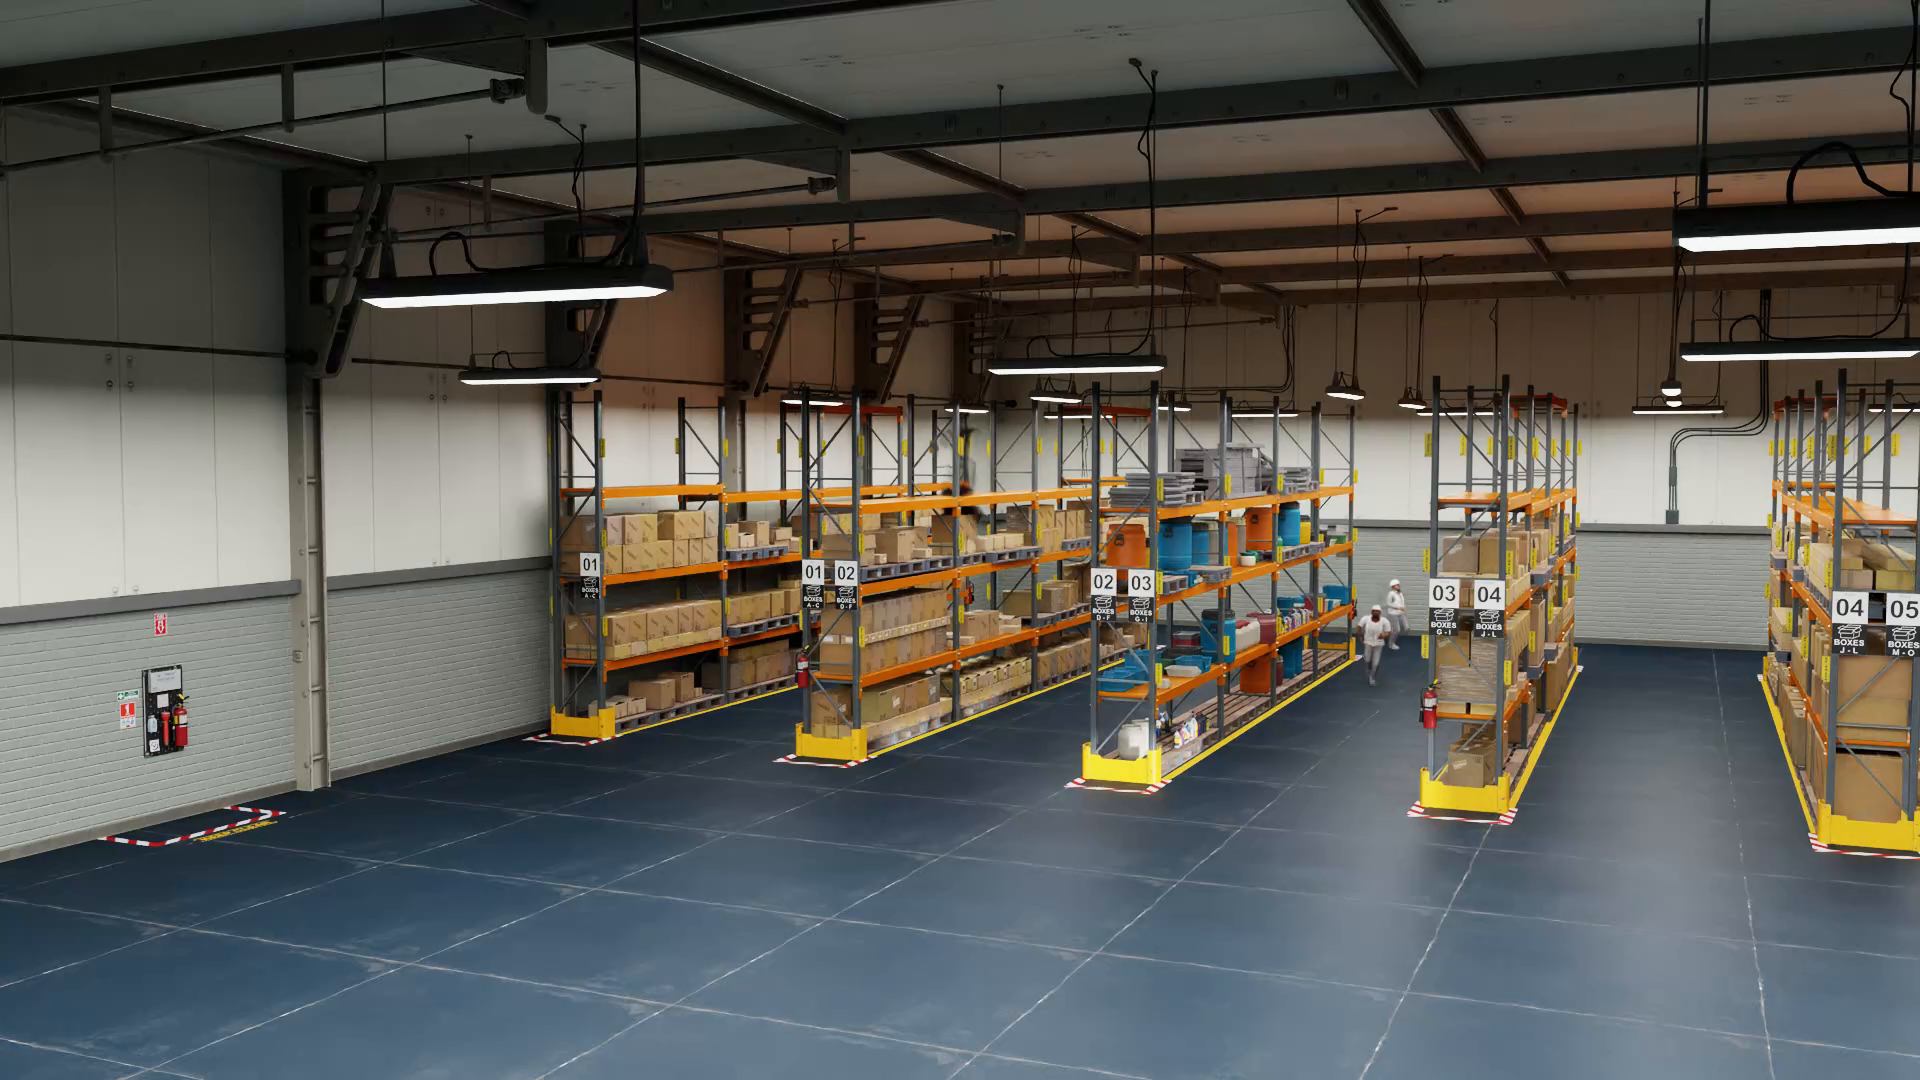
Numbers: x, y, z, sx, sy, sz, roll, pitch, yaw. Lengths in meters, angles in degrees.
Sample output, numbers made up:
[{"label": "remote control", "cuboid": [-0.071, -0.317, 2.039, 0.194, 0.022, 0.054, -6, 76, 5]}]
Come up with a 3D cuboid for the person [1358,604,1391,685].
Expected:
[{"label": "person", "cuboid": [8.705, 2.207, 34.990, 0.696, 1.714, 0.623, 1, 3, 17]}]

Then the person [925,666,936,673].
[{"label": "person", "cuboid": [-0.714, 2.255, 34.695, 0.654, 1.702, 0.733, 1, 3, 20]}]

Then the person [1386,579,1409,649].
[{"label": "person", "cuboid": [10.910, 1.850, 41.443, 0.654, 1.731, 0.568, -3, 4, -41]}]
